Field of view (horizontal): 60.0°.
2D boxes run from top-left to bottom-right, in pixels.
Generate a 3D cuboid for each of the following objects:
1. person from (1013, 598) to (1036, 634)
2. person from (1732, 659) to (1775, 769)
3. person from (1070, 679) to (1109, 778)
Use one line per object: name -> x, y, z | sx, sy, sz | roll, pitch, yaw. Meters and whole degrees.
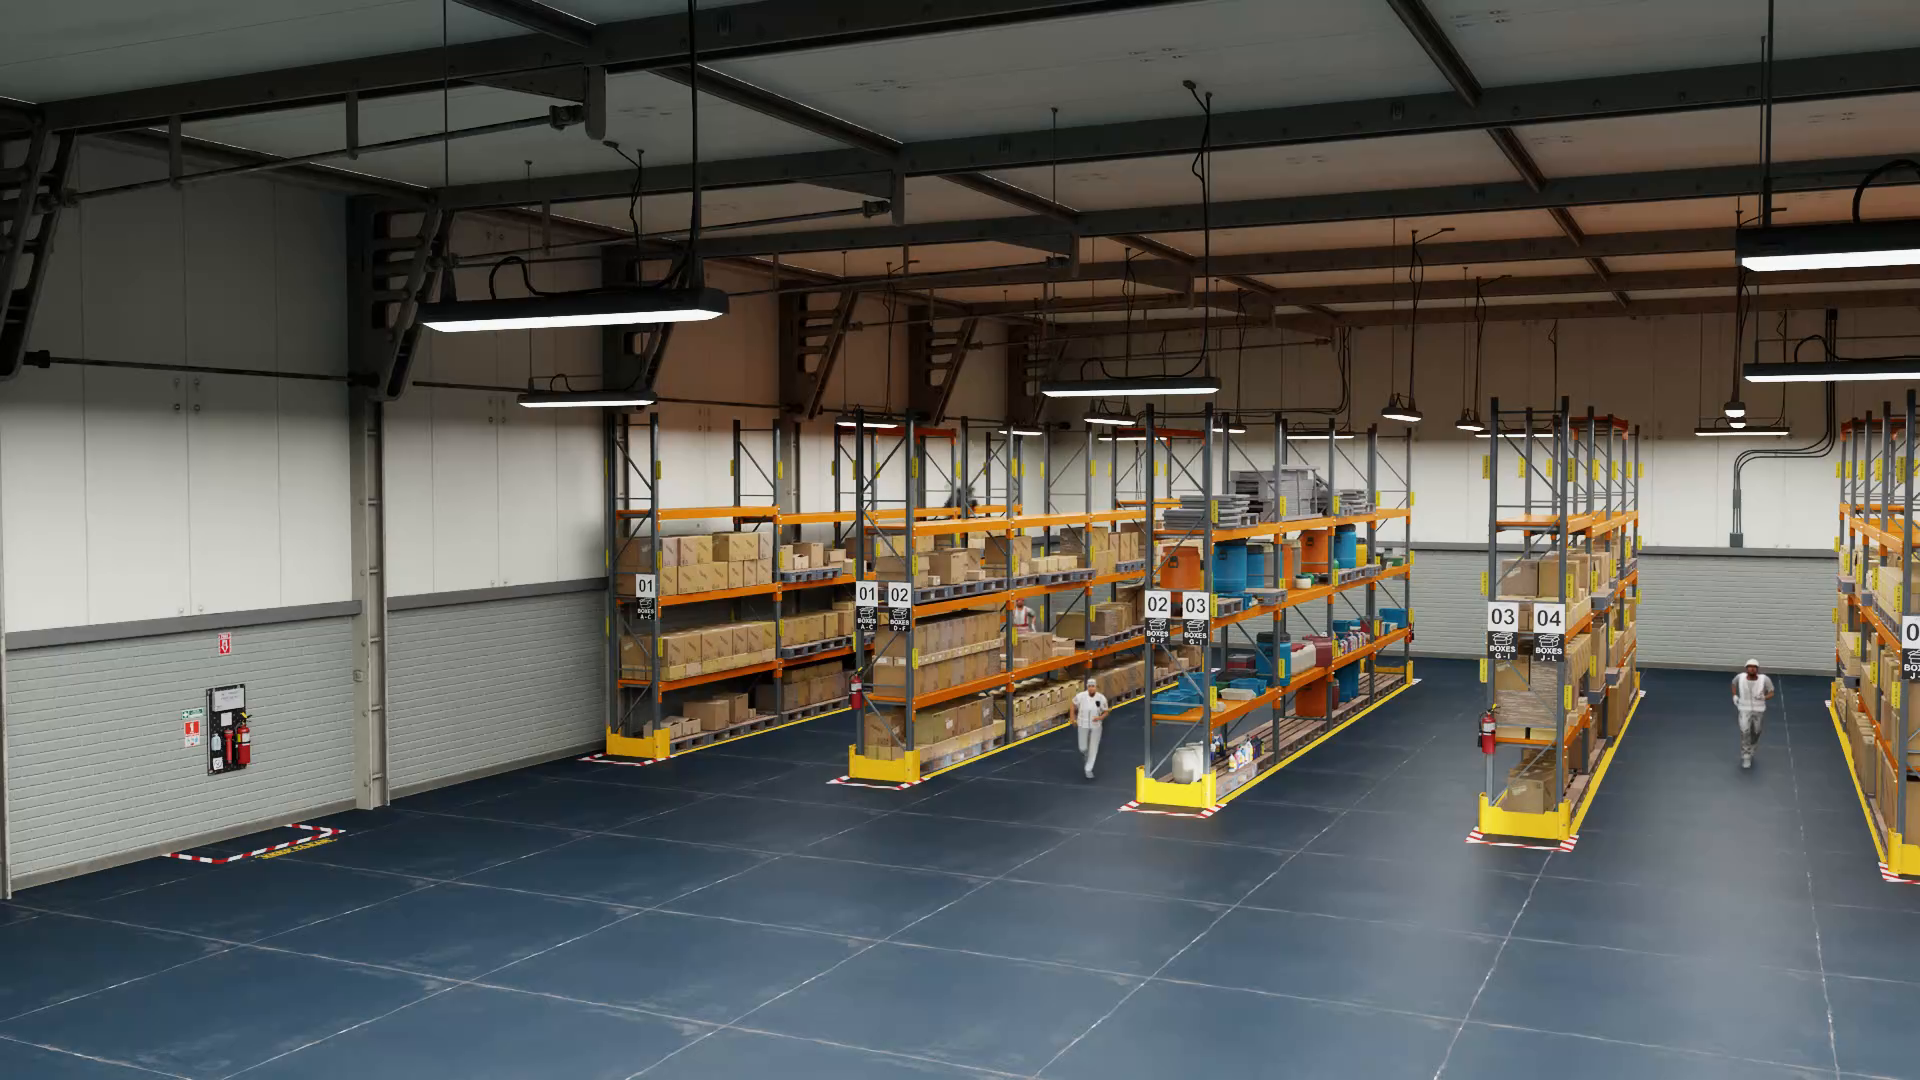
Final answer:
person -> 1.417, 2.229, 38.842 | 0.641, 1.892, 0.755 | 1, 3, 18
person -> 13.507, 2.929, 28.315 | 0.645, 1.819, 1.086 | 1, 3, 19
person -> 2.105, 3.068, 27.117 | 0.645, 1.619, 0.623 | 0, 2, 8
